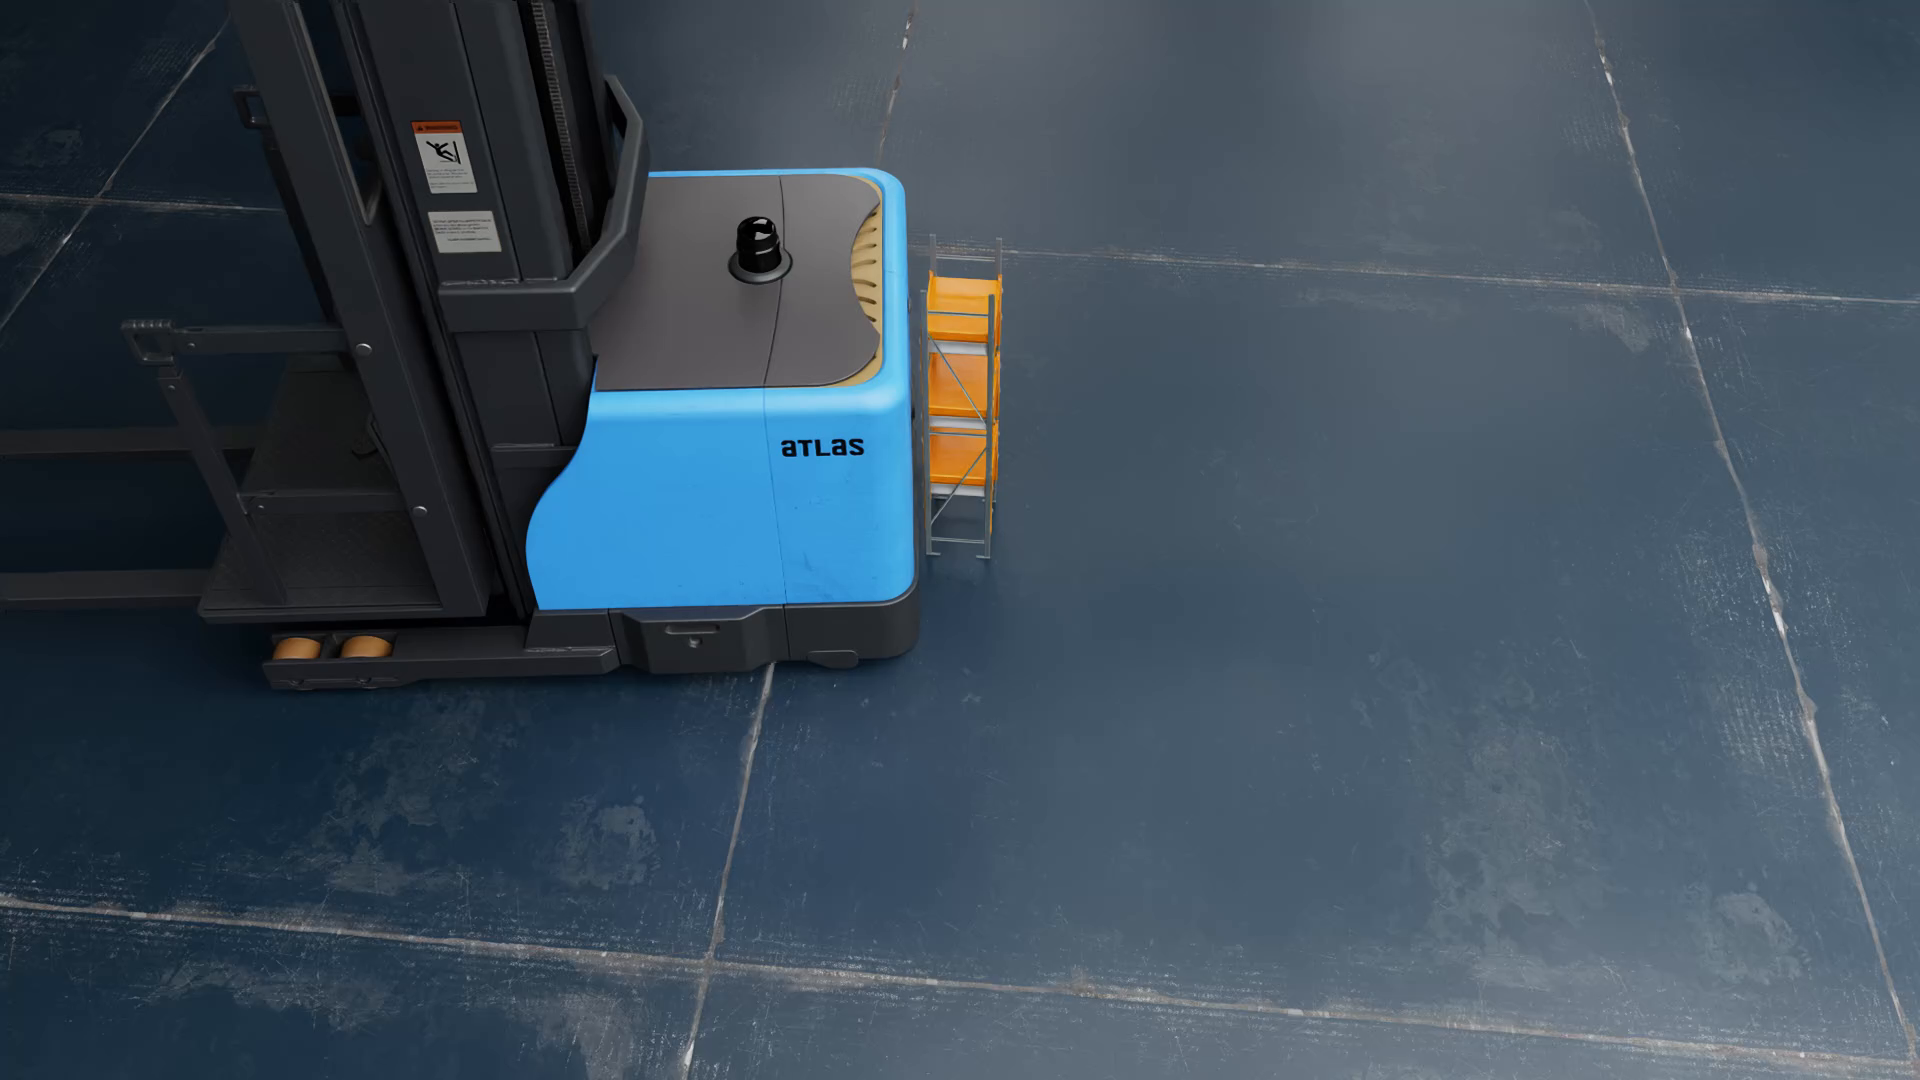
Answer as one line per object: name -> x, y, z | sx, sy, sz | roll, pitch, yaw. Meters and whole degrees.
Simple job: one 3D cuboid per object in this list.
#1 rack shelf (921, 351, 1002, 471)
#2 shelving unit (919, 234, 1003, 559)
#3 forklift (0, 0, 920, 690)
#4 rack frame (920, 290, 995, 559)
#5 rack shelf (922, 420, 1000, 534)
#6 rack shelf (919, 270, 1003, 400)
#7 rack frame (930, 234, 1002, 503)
rack shelf -> 0.005, -0.387, 4.906 | 0.215, 0.259, 0.240 | 4, 48, 4
shelving unit -> 0.005, -0.394, 4.899 | 0.215, 1.050, 0.252 | 4, 48, 4
forklift -> -1.646, -0.950, 4.133 | 3.031, 2.935, 1.130 | -1, 48, -1
rack frame -> -0.006, -0.304, 4.817 | 0.200, 1.050, 0.008 | 4, 48, 4
rack shelf -> 0.005, -0.199, 5.111 | 0.215, 0.259, 0.240 | 4, 48, 4
rack shelf -> 0.005, -0.578, 4.697 | 0.215, 0.259, 0.240 | 4, 48, 4
rack frame -> 0.016, -0.483, 4.981 | 0.200, 1.050, 0.008 | 4, 48, 4
